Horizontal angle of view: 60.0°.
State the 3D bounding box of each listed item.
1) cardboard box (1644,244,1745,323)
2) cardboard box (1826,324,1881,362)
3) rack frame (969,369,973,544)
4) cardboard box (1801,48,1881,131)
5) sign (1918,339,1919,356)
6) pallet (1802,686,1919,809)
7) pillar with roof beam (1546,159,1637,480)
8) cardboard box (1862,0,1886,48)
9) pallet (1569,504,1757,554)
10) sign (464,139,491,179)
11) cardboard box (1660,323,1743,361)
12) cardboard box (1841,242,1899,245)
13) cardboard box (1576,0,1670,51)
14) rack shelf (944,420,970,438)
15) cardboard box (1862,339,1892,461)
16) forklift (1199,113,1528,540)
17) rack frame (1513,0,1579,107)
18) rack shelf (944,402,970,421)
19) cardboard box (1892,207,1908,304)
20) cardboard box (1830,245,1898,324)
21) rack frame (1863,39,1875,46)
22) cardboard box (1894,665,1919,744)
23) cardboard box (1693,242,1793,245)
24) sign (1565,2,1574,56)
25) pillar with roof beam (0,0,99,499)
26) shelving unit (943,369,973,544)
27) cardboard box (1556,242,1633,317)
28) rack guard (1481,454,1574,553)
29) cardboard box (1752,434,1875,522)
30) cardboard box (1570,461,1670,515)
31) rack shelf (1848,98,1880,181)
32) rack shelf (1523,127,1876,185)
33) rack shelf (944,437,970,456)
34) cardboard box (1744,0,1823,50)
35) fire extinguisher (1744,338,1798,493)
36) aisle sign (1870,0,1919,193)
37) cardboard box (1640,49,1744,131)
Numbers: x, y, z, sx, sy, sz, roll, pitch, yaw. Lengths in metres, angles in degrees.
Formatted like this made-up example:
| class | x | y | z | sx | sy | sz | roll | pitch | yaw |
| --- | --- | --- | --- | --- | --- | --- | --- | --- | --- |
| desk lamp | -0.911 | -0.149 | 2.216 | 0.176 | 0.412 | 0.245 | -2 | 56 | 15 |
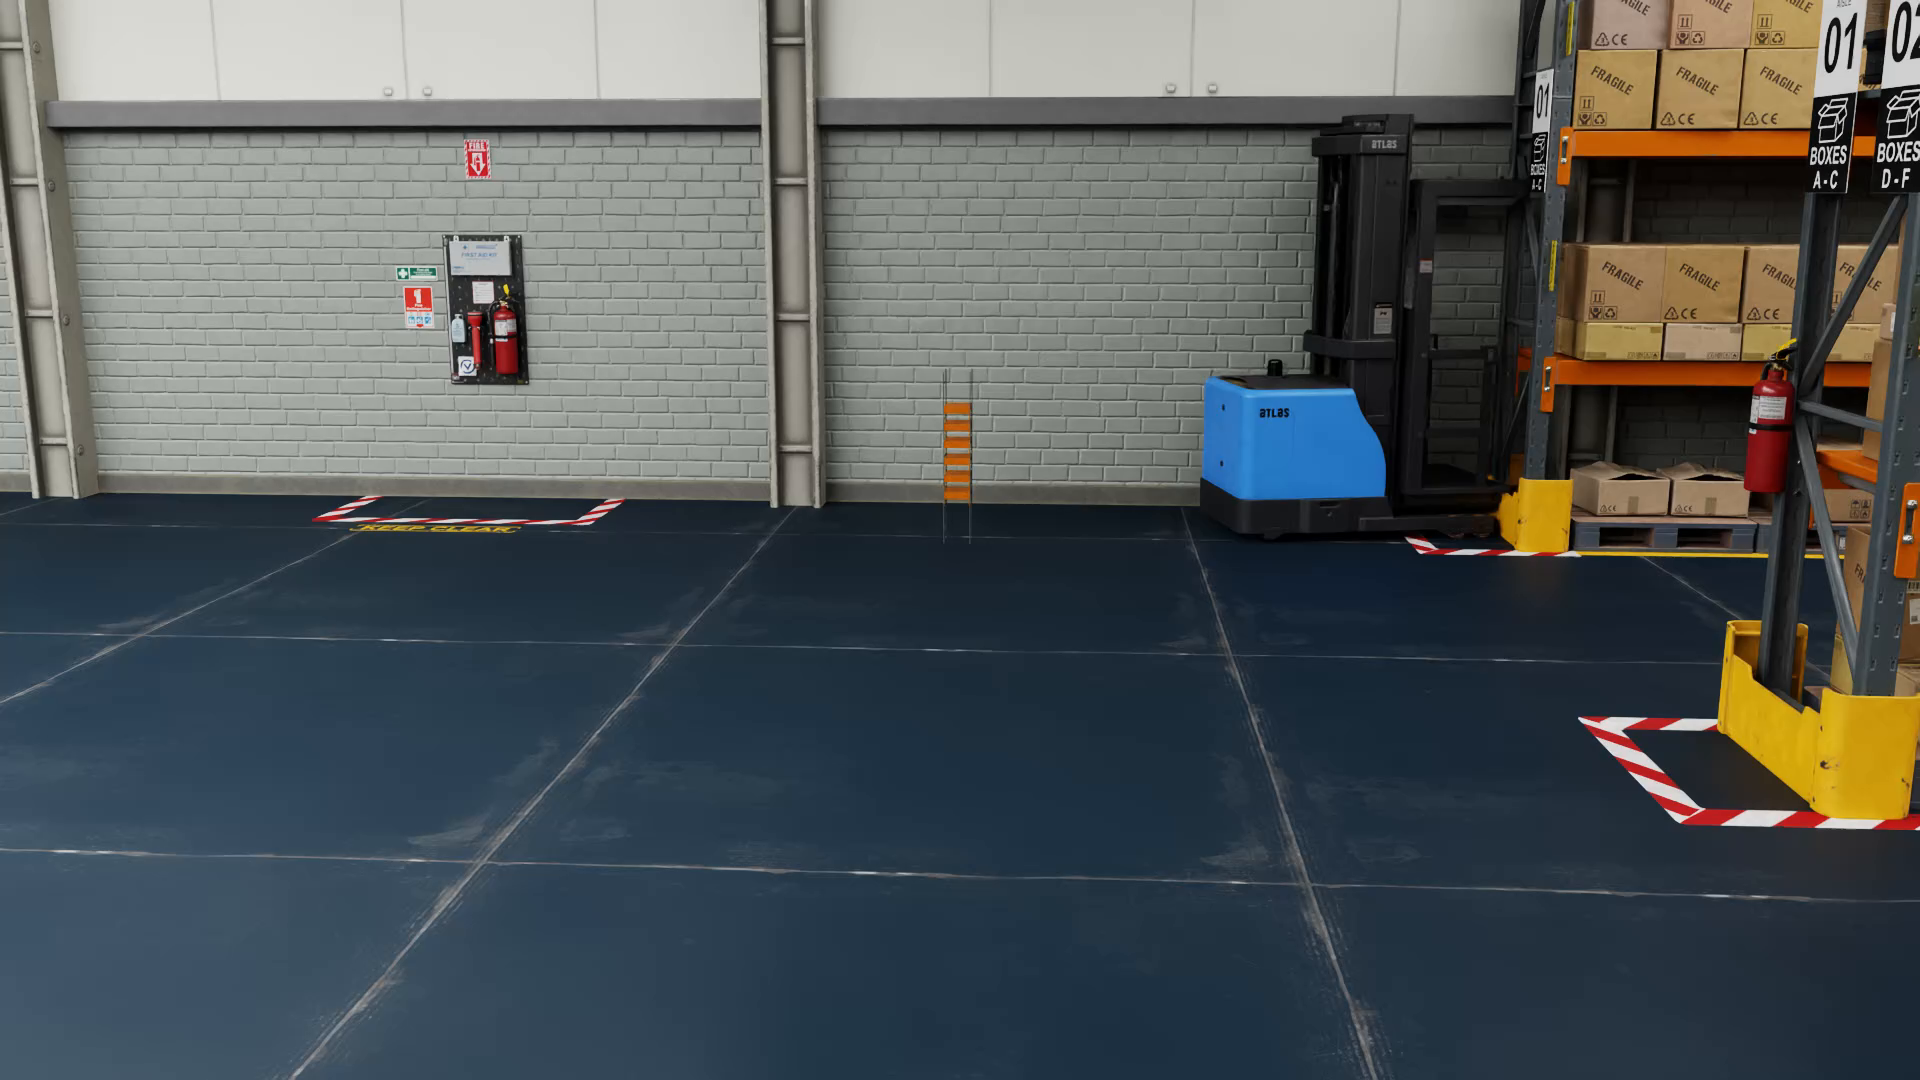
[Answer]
| class | x | y | z | sx | sy | sz | roll | pitch | yaw |
| --- | --- | --- | --- | --- | --- | --- | --- | --- | --- |
| cardboard box | 4.907 | -1.730 | 11.196 | 0.500 | 0.500 | 0.500 | 1 | 12 | 4 |
| cardboard box | 5.955 | -1.348 | 11.203 | 0.500 | 0.250 | 0.500 | 1 | 12 | 4 |
| rack frame | 0.077 | -0.586 | 11.640 | 0.006 | 1.200 | 0.240 | 1 | 12 | 4 |
| cardboard box | 5.863 | -2.950 | 10.927 | 0.500 | 0.500 | 0.500 | 2 | 12 | 7 |
| sign | 3.588 | -0.840 | 6.150 | 0.005 | 0.325 | 0.100 | 1 | 12 | 4 |
| pallet | 4.397 | 0.876 | 7.065 | 1.213 | 0.211 | 1.003 | 1 | 12 | 4 |
| pillar with roof beam | 4.427 | -3.727 | 7.607 | 0.400 | 9.000 | 9.100 | 1 | 12 | 4 |
| cardboard box | 5.943 | -3.542 | 11.313 | 0.500 | 0.500 | 0.500 | 1 | 12 | 4 |
| pallet | 4.842 | -0.119 | 11.819 | 1.213 | 0.211 | 1.003 | 1 | 12 | 4 |
| sign | -3.737 | -2.949 | 12.877 | 0.199 | 0.298 | 0.001 | 1 | 12 | 4 |
| cardboard box | 4.943 | -1.363 | 11.278 | 0.500 | 0.250 | 0.500 | 0 | 12 | 2 |
| cardboard box | 6.482 | -1.816 | 11.611 | 0.500 | 0.500 | 0.500 | 1 | 12 | 5 |
| cardboard box | 4.326 | -3.464 | 10.942 | 0.500 | 0.500 | 0.500 | 0 | 12 | 0 |
| rack shelf | -0.014 | -0.779 | 11.606 | 0.180 | 0.103 | 0.258 | 1 | 12 | 4 |
| cardboard box | 4.096 | -0.531 | 6.735 | 0.500 | 0.500 | 0.700 | 1 | 12 | 4 |
| forklift | 3.364 | -1.553 | 12.034 | 3.031 | 2.935 | 1.130 | -2 | 12 | -8 |
| rack frame | 3.958 | -4.439 | 11.012 | 0.127 | 3.000 | 1.000 | 1 | 12 | 4 |
| rack shelf | -0.014 | -0.896 | 11.582 | 0.180 | 0.103 | 0.258 | 1 | 12 | 4 |
| cardboard box | 4.149 | -1.165 | 6.599 | 0.500 | 0.500 | 0.700 | 1 | 12 | 4 |
| cardboard box | 5.938 | -1.717 | 11.134 | 0.500 | 0.500 | 0.500 | 1 | 12 | 6 |
| rack frame | 3.631 | -3.427 | 6.174 | 0.127 | 3.000 | 1.000 | 1 | 12 | 4 |
| cardboard box | 4.151 | 0.702 | 6.774 | 0.500 | 0.250 | 0.500 | 1 | 12 | 4 |
| cardboard box | 5.461 | -1.828 | 11.668 | 0.500 | 0.500 | 0.500 | 0 | 12 | 2 |
| sign | 3.922 | -3.288 | 10.700 | 0.005 | 0.325 | 0.100 | 1 | 12 | 4 |
| pillar with roof beam | -7.546 | -3.891 | 8.392 | 0.400 | 9.000 | 9.100 | 1 | 12 | 4 |
| shelving unit | -0.014 | -0.587 | 11.646 | 0.189 | 1.200 | 0.258 | 1 | 12 | 4 |
| cardboard box | 4.443 | -1.843 | 11.740 | 0.500 | 0.500 | 0.500 | 1 | 12 | 3 |
| rack guard | 4.034 | -0.278 | 11.877 | 0.348 | 0.500 | 1.175 | 1 | 12 | 4 |
| cardboard box | 5.940 | -0.439 | 11.570 | 0.500 | 0.500 | 0.700 | 0 | 12 | 0 |
| cardboard box | 4.643 | -0.374 | 11.723 | 0.500 | 0.311 | 0.500 | -1 | 12 | -3 |
| rack shelf | 5.627 | -1.580 | 6.424 | 4.000 | 0.370 | 1.077 | 1 | 12 | 4 |
| rack shelf | 5.954 | -2.592 | 11.262 | 4.000 | 0.370 | 1.077 | 1 | 12 | 4 |
| rack shelf | -0.014 | -0.661 | 11.631 | 0.180 | 0.103 | 0.258 | 1 | 12 | 4 |
| cardboard box | 5.336 | -3.442 | 10.837 | 0.500 | 0.500 | 0.500 | 1 | 12 | 5 |
| fire extinguisher | 3.544 | -0.549 | 7.258 | 0.183 | 0.674 | 0.296 | 1 | 12 | 4 |
| aisle sign | 3.545 | -1.702 | 6.227 | 0.004 | 0.787 | 0.394 | 1 | 12 | 4 |
| cardboard box | 4.809 | -2.959 | 10.971 | 0.500 | 0.500 | 0.500 | 2 | 12 | 8 |
